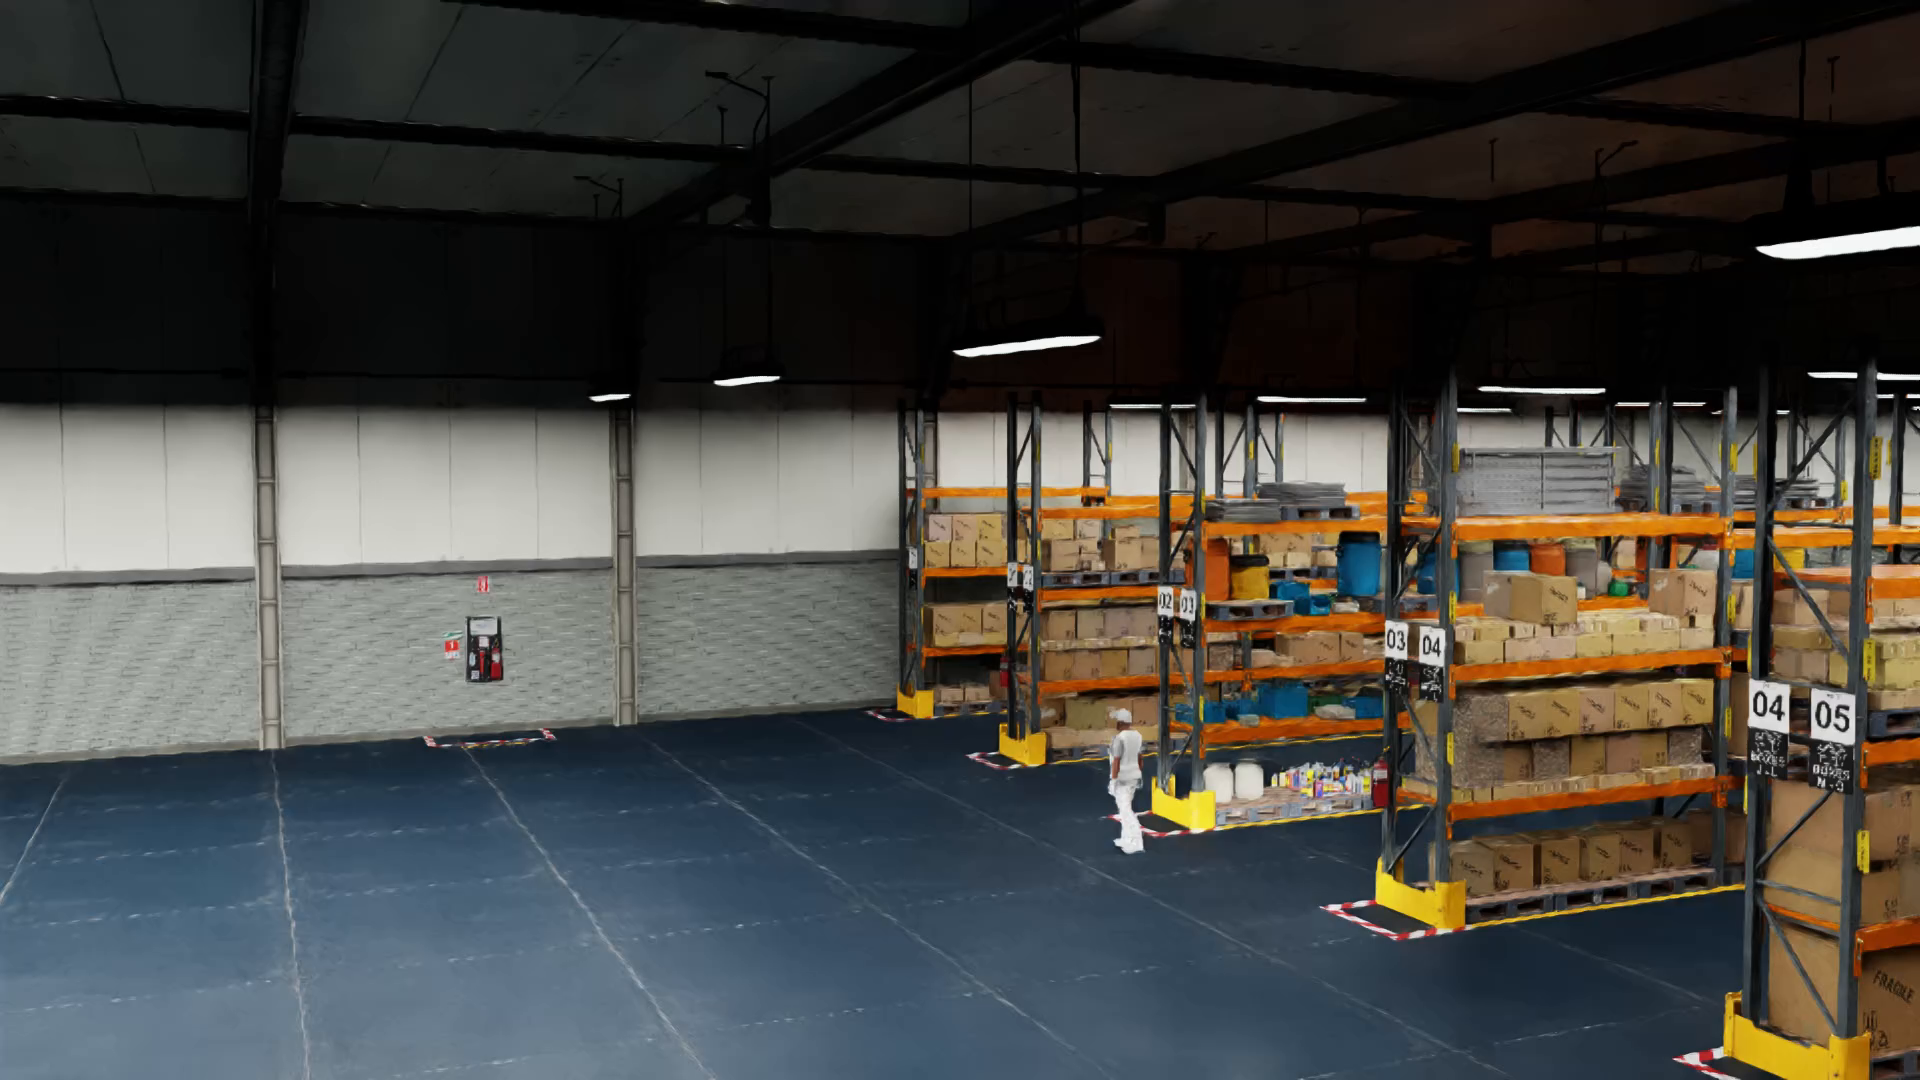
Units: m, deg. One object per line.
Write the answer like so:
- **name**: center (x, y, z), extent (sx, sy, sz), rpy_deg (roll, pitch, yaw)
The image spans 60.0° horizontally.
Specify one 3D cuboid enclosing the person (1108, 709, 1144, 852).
- **person**: center (2.149, 3.045, 21.159), extent (0.557, 1.779, 0.659), rpy_deg (3, 4, 37)
